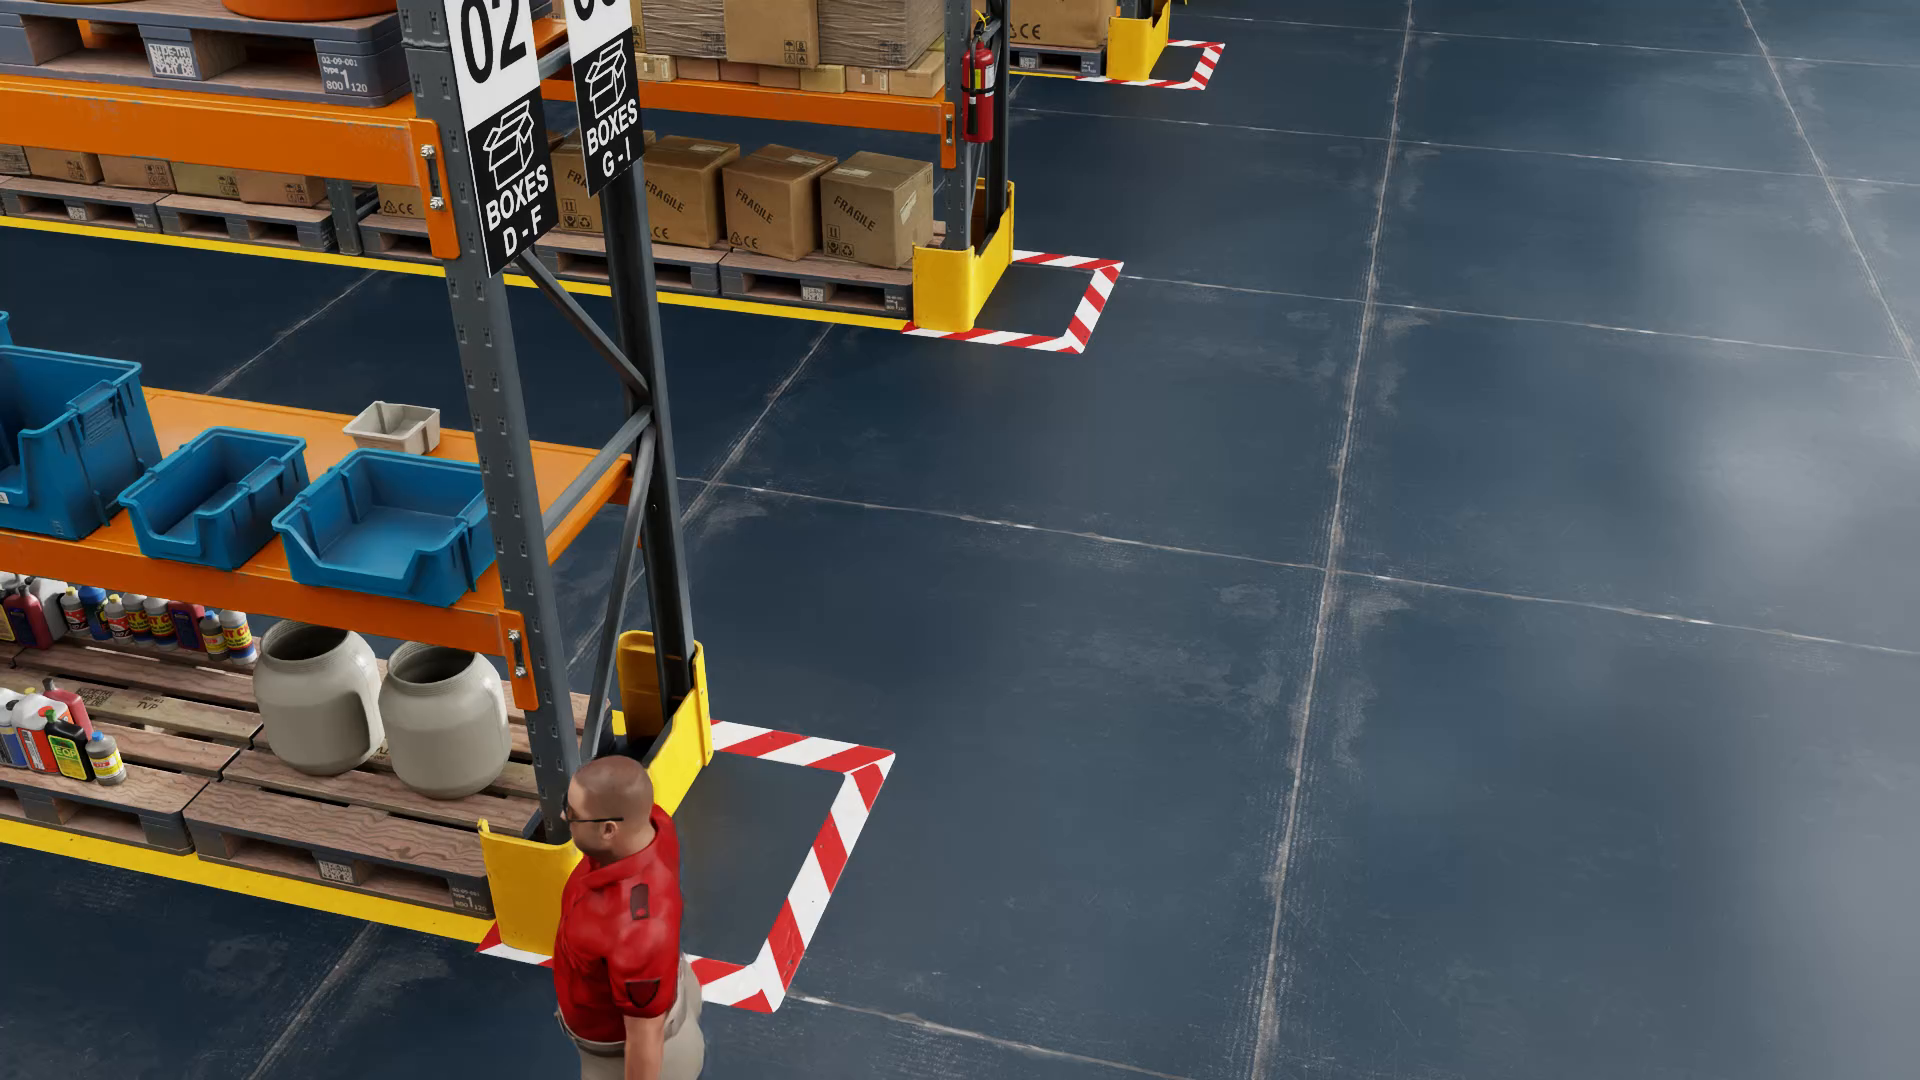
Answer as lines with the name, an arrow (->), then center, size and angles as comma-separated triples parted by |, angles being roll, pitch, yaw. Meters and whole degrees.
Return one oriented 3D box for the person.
person -> -0.814, 1.250, 4.196 | 0.543, 1.738, 0.554 | -6, 33, -9
